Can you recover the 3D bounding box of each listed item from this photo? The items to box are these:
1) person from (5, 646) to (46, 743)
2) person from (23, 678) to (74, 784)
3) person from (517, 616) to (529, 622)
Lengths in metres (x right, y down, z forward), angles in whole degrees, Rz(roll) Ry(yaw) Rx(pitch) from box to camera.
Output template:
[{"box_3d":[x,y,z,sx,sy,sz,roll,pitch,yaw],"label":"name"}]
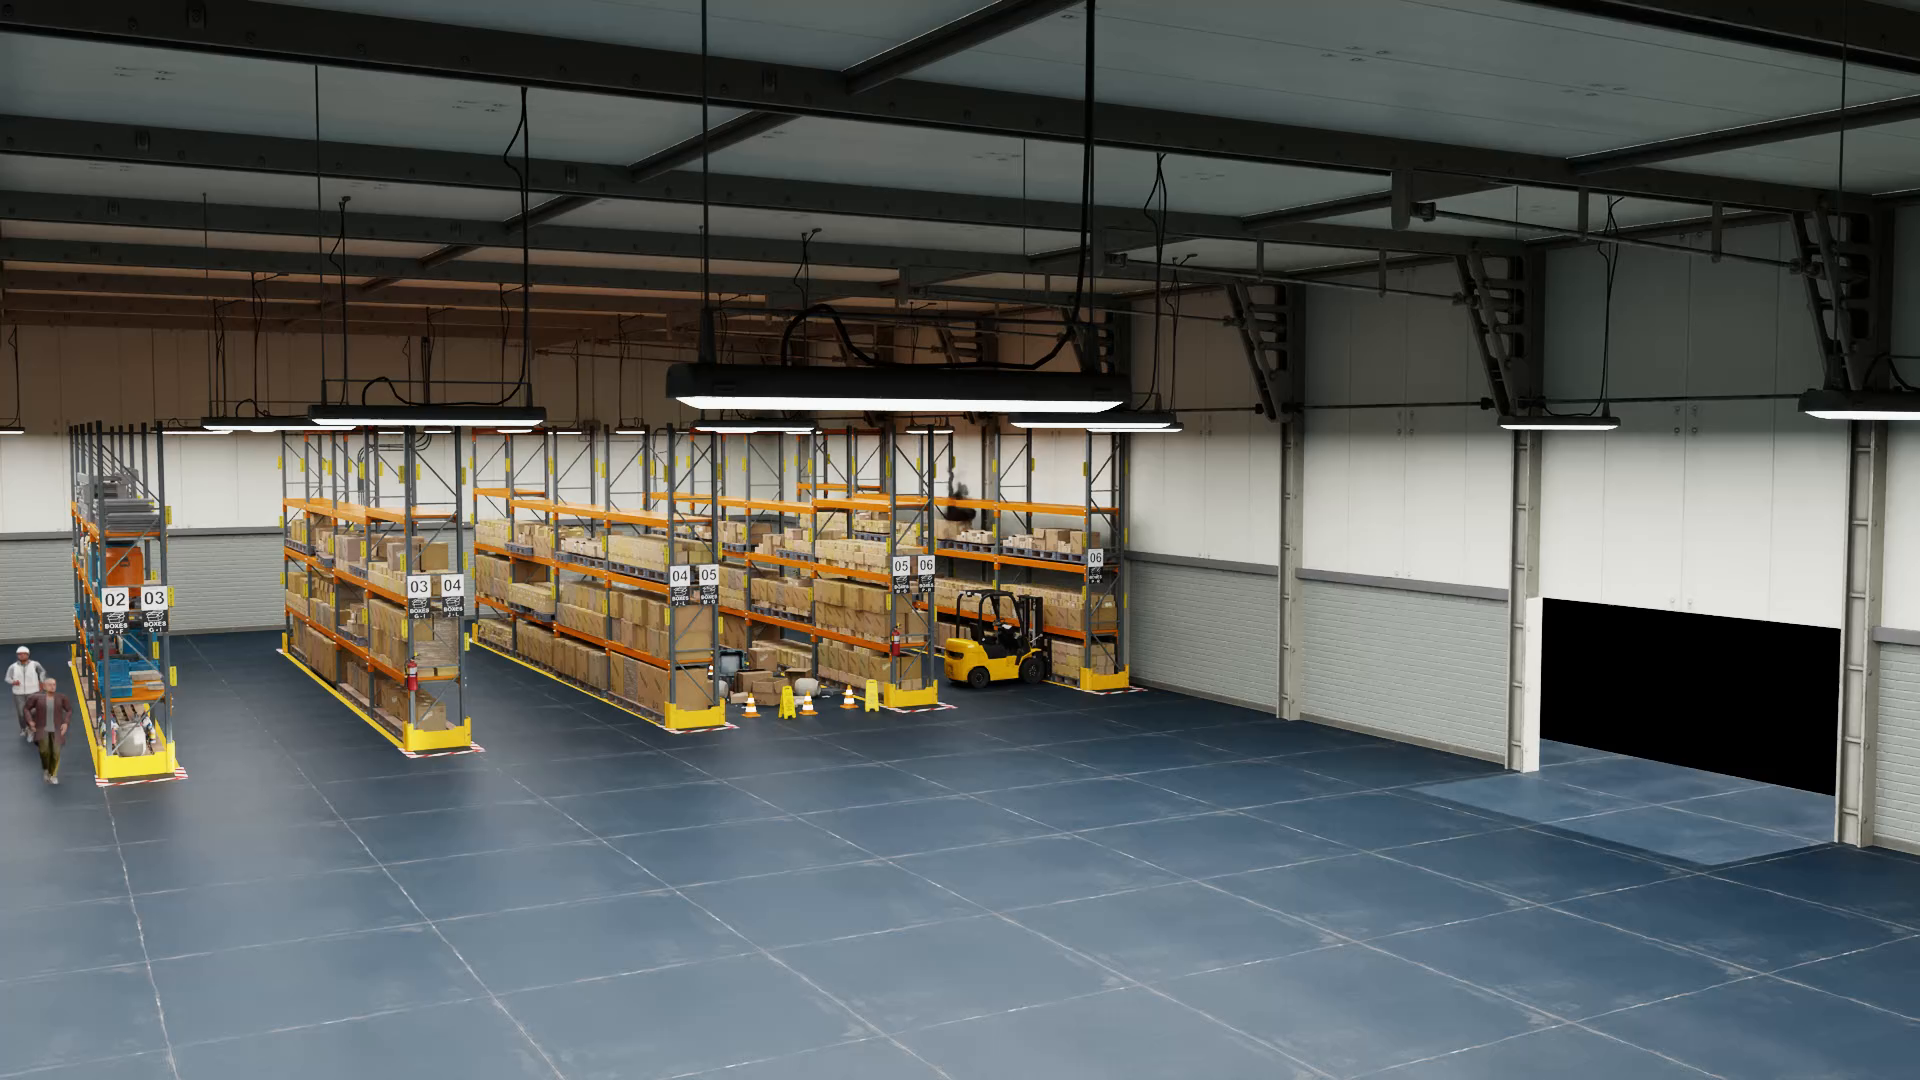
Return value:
[{"box_3d":[-17.634,2.912,31.376,0.658,1.822,0.734,-1,4,-23],"label":"person"},{"box_3d":[-15.026,3.158,27.451,0.738,1.743,0.568,-2,4,-33],"label":"person"},{"box_3d":[-12.936,1.882,48.492,0.826,1.723,0.596,-2,4,-25],"label":"person"}]
